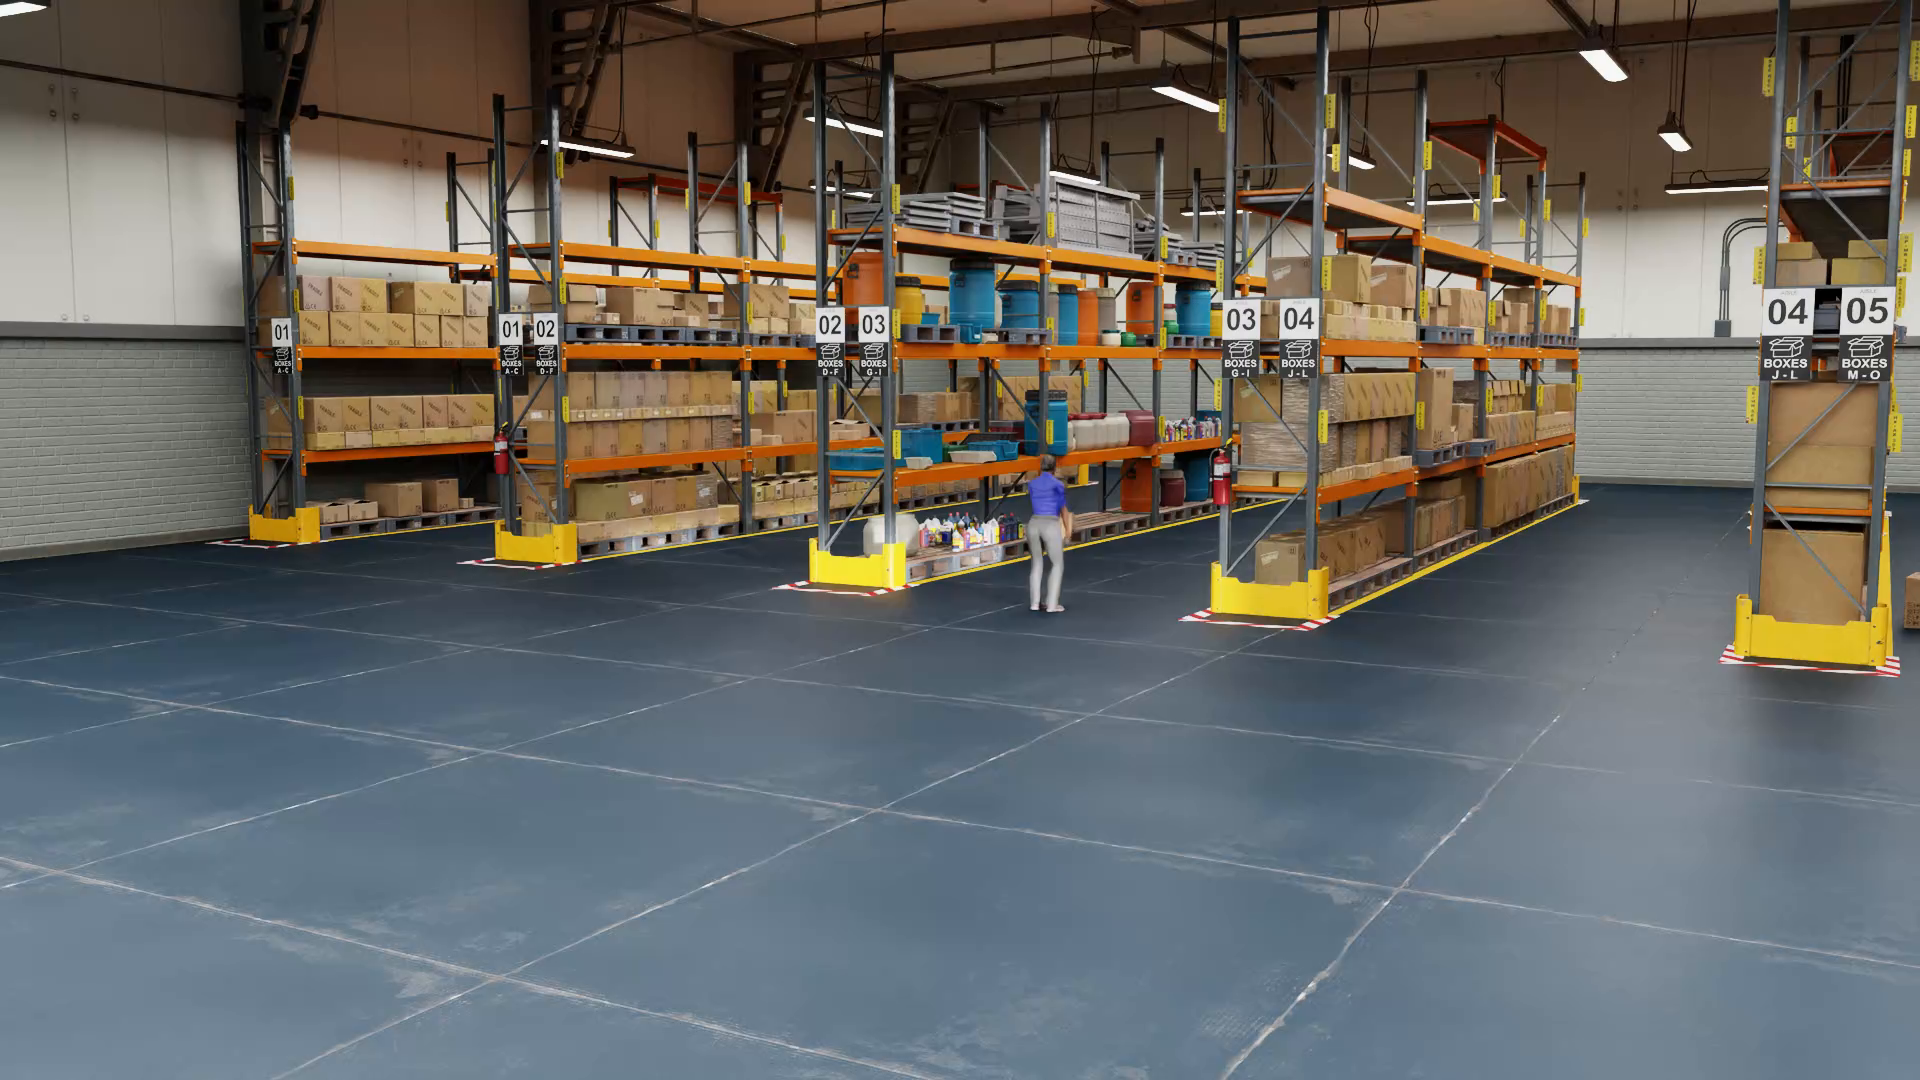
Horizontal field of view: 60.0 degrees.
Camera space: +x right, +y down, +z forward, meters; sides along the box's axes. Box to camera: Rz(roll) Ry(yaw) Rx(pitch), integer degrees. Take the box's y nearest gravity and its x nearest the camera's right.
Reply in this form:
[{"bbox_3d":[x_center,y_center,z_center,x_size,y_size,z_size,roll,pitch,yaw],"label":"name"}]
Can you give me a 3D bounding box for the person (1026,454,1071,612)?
[{"bbox_3d":[0.909,-0.080,17.294,0.411,1.636,0.538,3,7,28],"label":"person"}]
